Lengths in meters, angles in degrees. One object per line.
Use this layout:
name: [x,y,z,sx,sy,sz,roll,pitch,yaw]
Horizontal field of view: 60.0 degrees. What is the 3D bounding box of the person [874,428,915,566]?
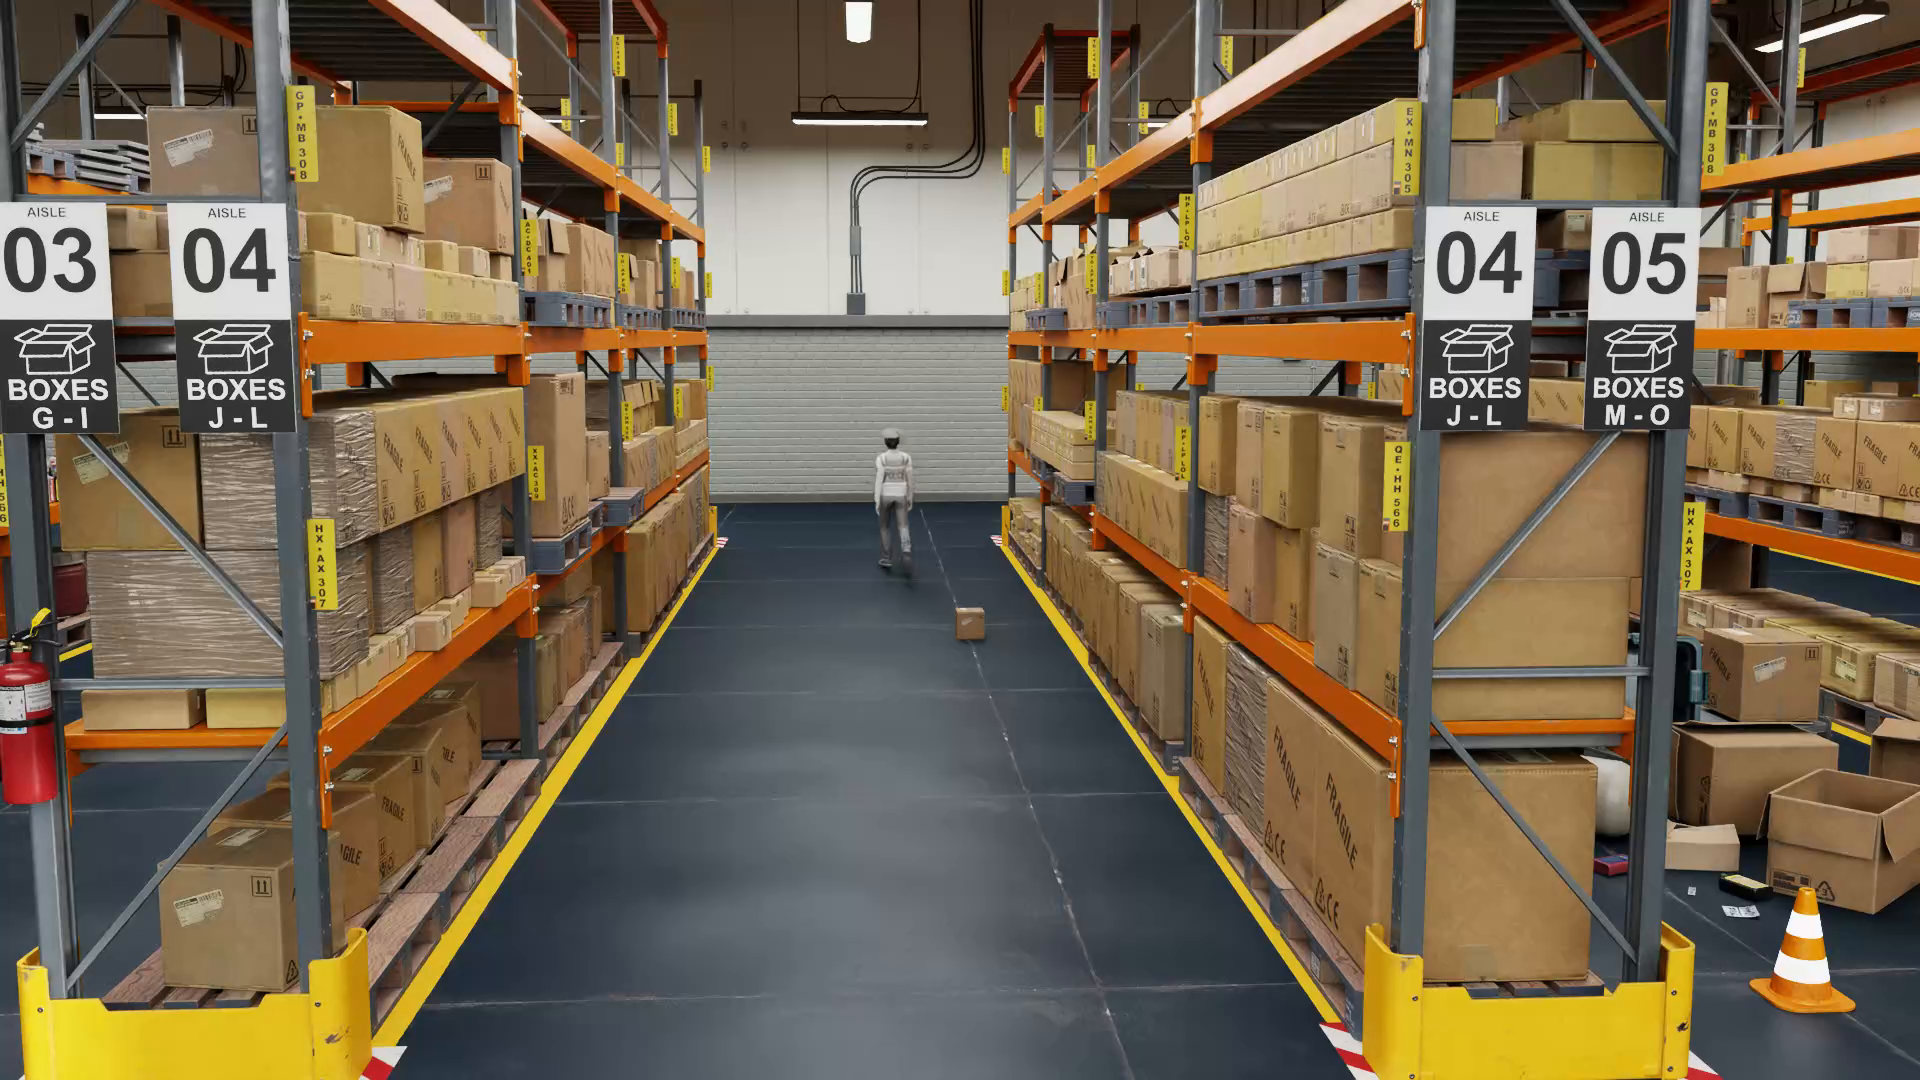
person: [-0.770,-0.492,19.569,0.494,1.658,0.811,-2,7,-14]
